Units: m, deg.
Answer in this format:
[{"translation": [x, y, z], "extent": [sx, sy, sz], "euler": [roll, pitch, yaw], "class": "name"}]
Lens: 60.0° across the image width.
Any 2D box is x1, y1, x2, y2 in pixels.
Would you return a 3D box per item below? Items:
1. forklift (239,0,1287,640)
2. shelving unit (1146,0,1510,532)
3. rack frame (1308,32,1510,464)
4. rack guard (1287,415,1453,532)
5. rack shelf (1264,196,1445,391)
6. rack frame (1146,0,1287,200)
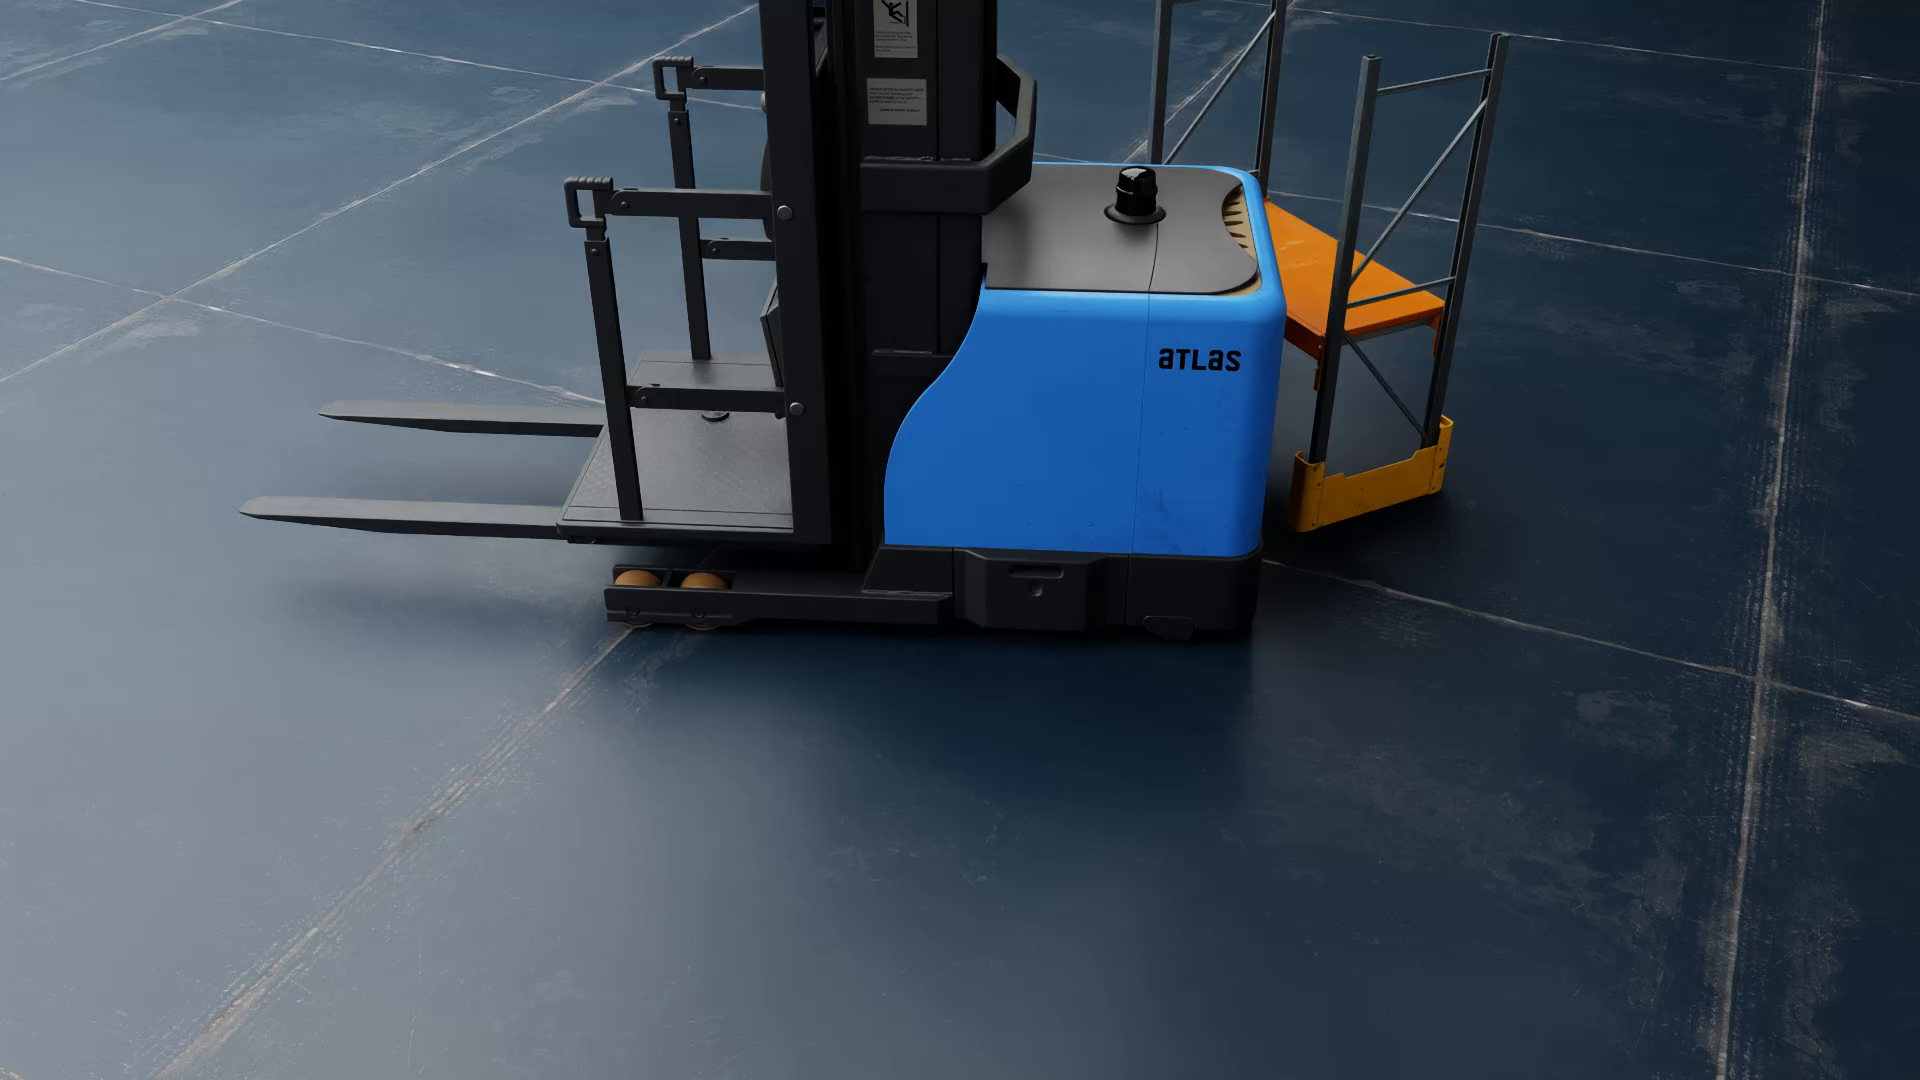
[{"translation": [-0.627, -1.250, 4.483], "extent": [3.031, 2.935, 1.130], "euler": [2, 33, 3], "class": "forklift"}, {"translation": [1.094, -0.984, 5.383], "extent": [0.587, 1.500, 1.083], "euler": [-16, 36, -22], "class": "shelving unit"}, {"translation": [1.321, -0.740, 5.011], "extent": [0.500, 1.500, 0.032], "euler": [-16, 36, -22], "class": "rack frame"}, {"translation": [1.321, -0.218, 5.355], "extent": [0.587, 0.250, 0.087], "euler": [-16, 36, -22], "class": "rack guard"}, {"translation": [1.090, -0.838, 5.488], "extent": [0.538, 0.185, 1.000], "euler": [-16, 36, -22], "class": "rack shelf"}, {"translation": [0.858, -1.237, 5.768], "extent": [0.500, 1.500, 0.032], "euler": [-16, 36, -22], "class": "rack frame"}]
